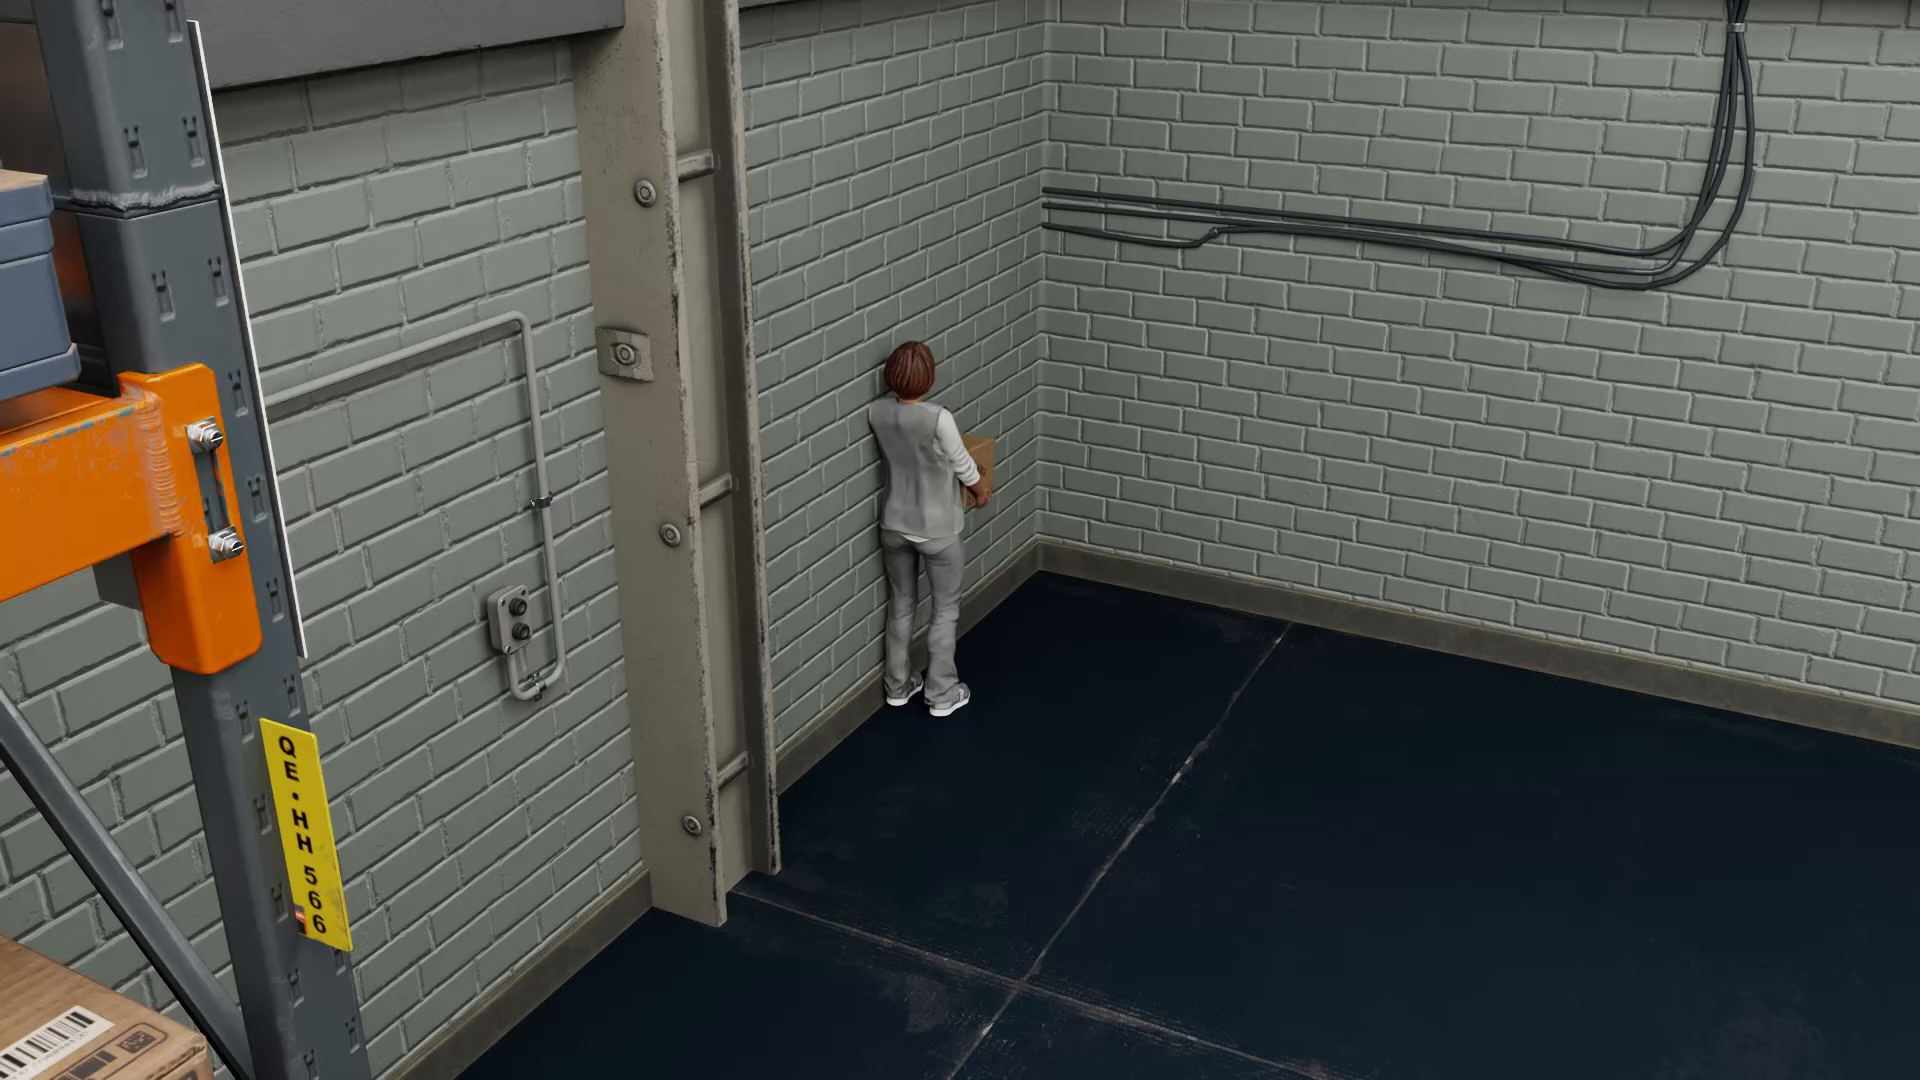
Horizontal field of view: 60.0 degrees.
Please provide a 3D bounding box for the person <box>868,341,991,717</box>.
[{"bbox_3d":[-0.112,-0.072,6.786,0.404,1.593,0.494,12,26,26],"label":"person"}]
